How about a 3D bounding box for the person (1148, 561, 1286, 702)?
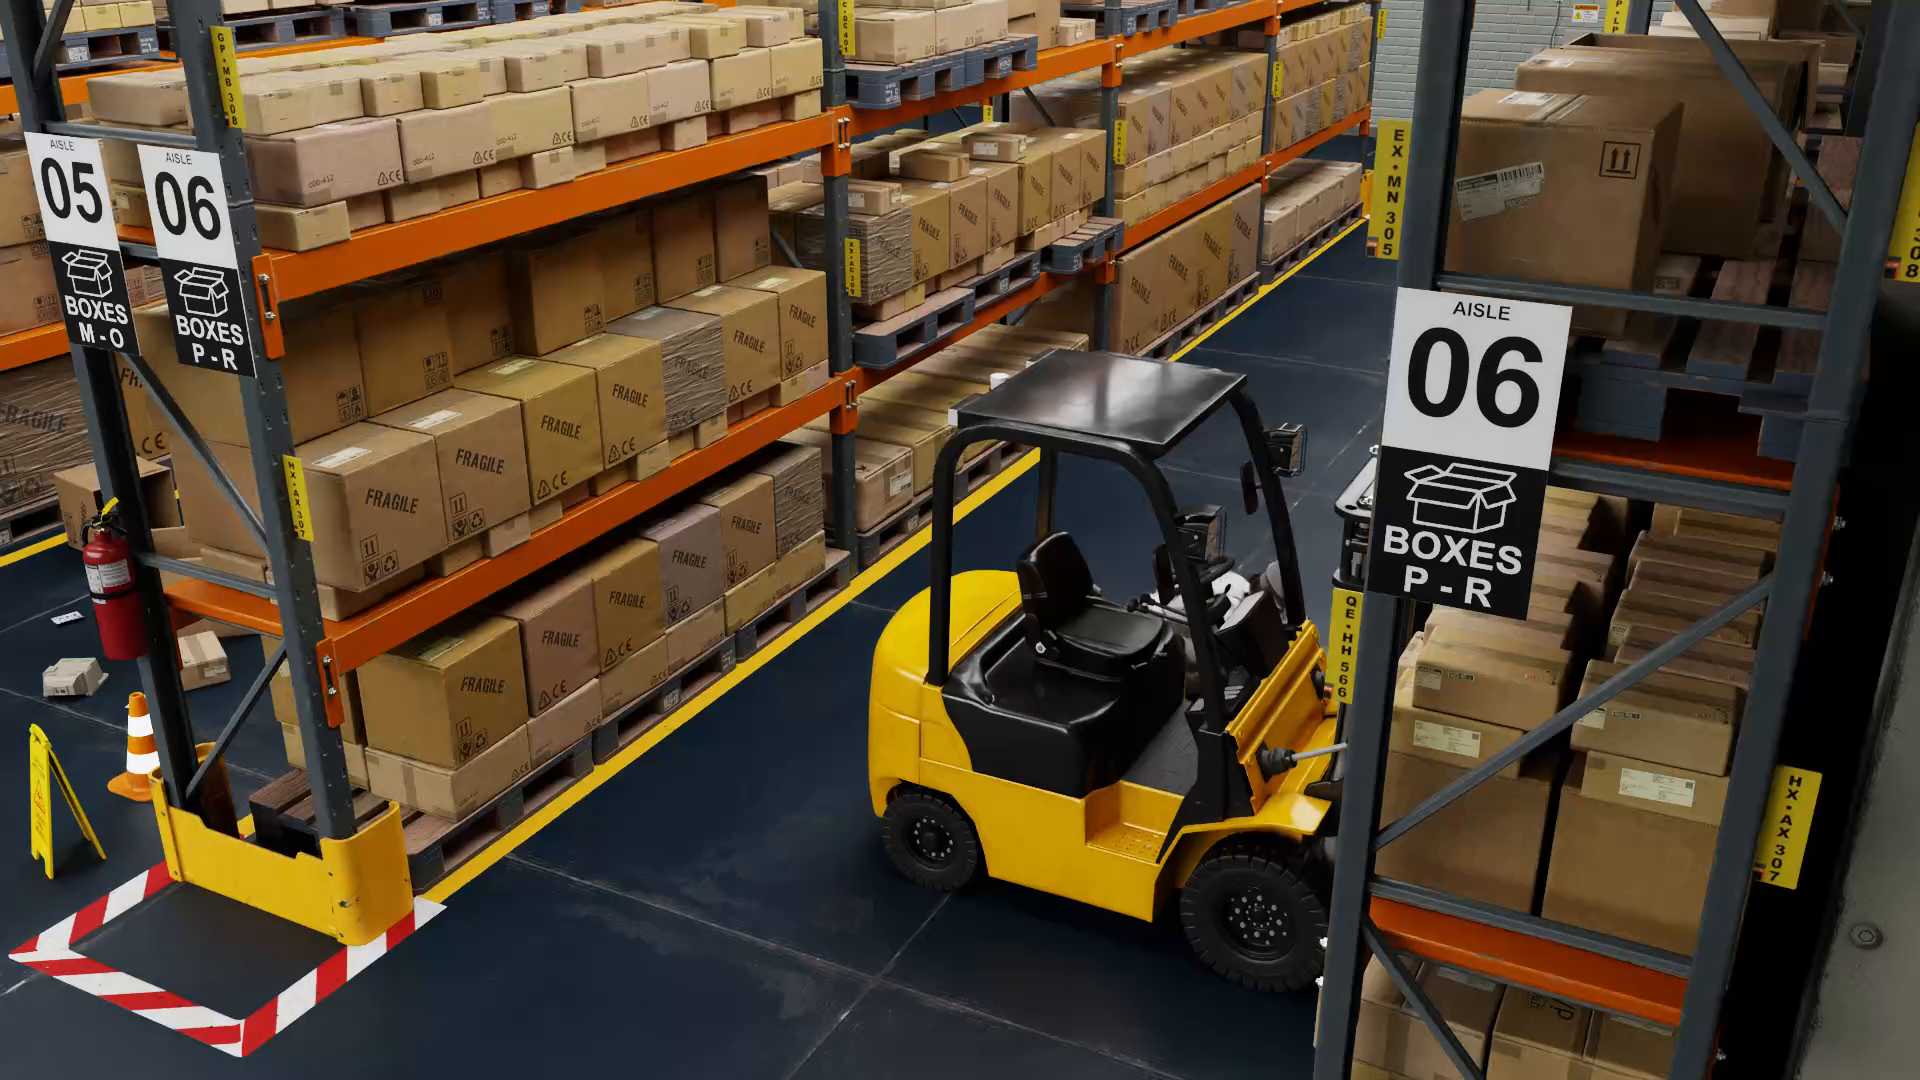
[{"bbox_3d":[1.301,0.485,8.549,0.864,0.848,0.478,11,25,25],"label":"person"}]
